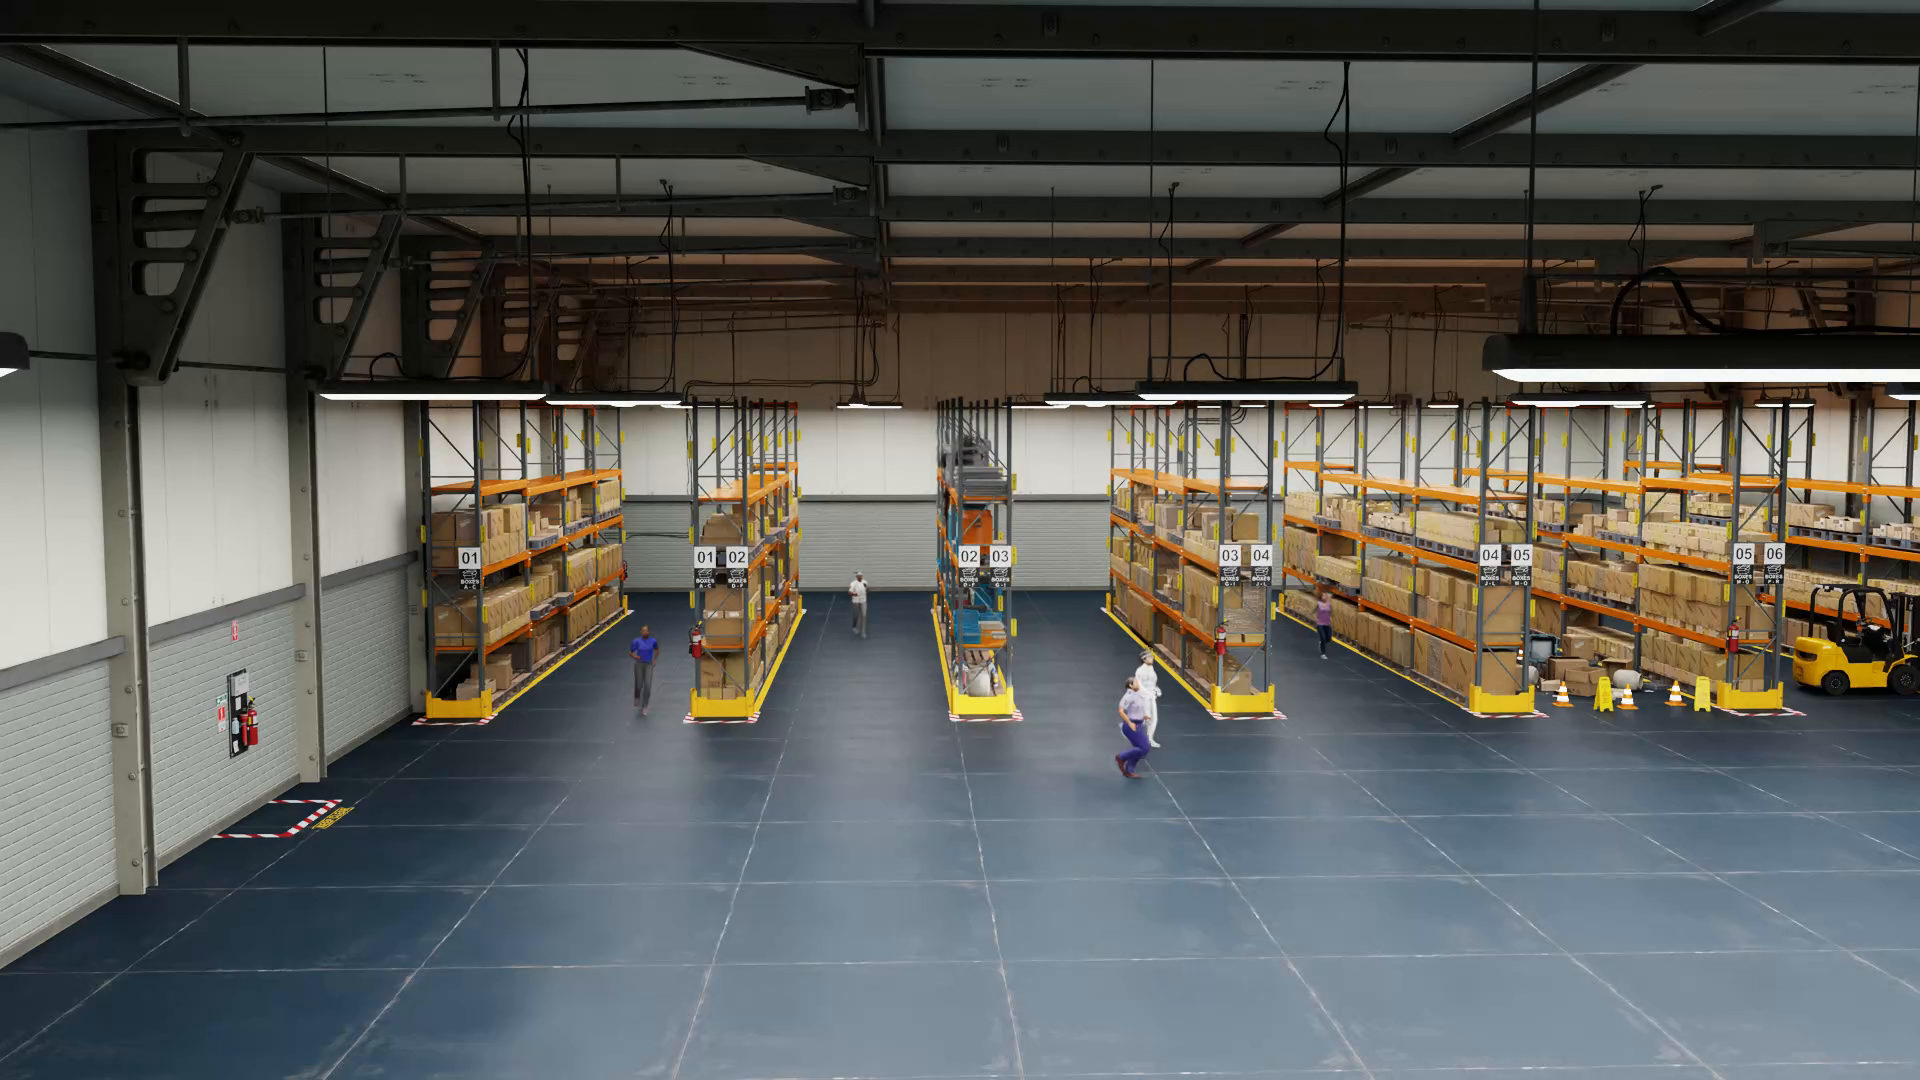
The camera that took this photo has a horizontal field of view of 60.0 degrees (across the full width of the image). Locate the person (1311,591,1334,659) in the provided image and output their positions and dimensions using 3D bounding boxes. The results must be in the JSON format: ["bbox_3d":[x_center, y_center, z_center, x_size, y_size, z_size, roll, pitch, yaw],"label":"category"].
[{"bbox_3d":[8.417,1.965,38.623,0.538,1.549,0.608,0,4,-6],"label":"person"}]

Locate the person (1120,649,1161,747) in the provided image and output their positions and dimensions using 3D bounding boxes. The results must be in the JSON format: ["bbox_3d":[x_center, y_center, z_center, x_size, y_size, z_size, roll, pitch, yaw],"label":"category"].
[{"bbox_3d":[3.139,2.698,28.554,0.695,1.686,0.622,3,5,30],"label":"person"}]

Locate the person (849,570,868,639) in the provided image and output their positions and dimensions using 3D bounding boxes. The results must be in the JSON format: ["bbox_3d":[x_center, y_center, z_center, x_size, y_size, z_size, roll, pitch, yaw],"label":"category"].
[{"bbox_3d":[-2.573,1.614,42.341,0.543,1.723,0.837,-1,5,-12],"label":"person"}]

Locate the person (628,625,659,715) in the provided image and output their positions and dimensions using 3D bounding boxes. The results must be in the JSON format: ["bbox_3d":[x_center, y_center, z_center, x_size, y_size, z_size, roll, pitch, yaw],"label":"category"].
[{"bbox_3d":[-6.038,2.450,31.798,0.591,1.672,0.844,-1,5,-14],"label":"person"}]

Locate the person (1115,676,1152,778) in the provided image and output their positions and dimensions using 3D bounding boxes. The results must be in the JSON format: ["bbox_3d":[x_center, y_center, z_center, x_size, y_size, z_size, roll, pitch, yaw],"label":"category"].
[{"bbox_3d":[2.714,2.924,25.969,0.547,1.603,0.607,1,5,13],"label":"person"}]
